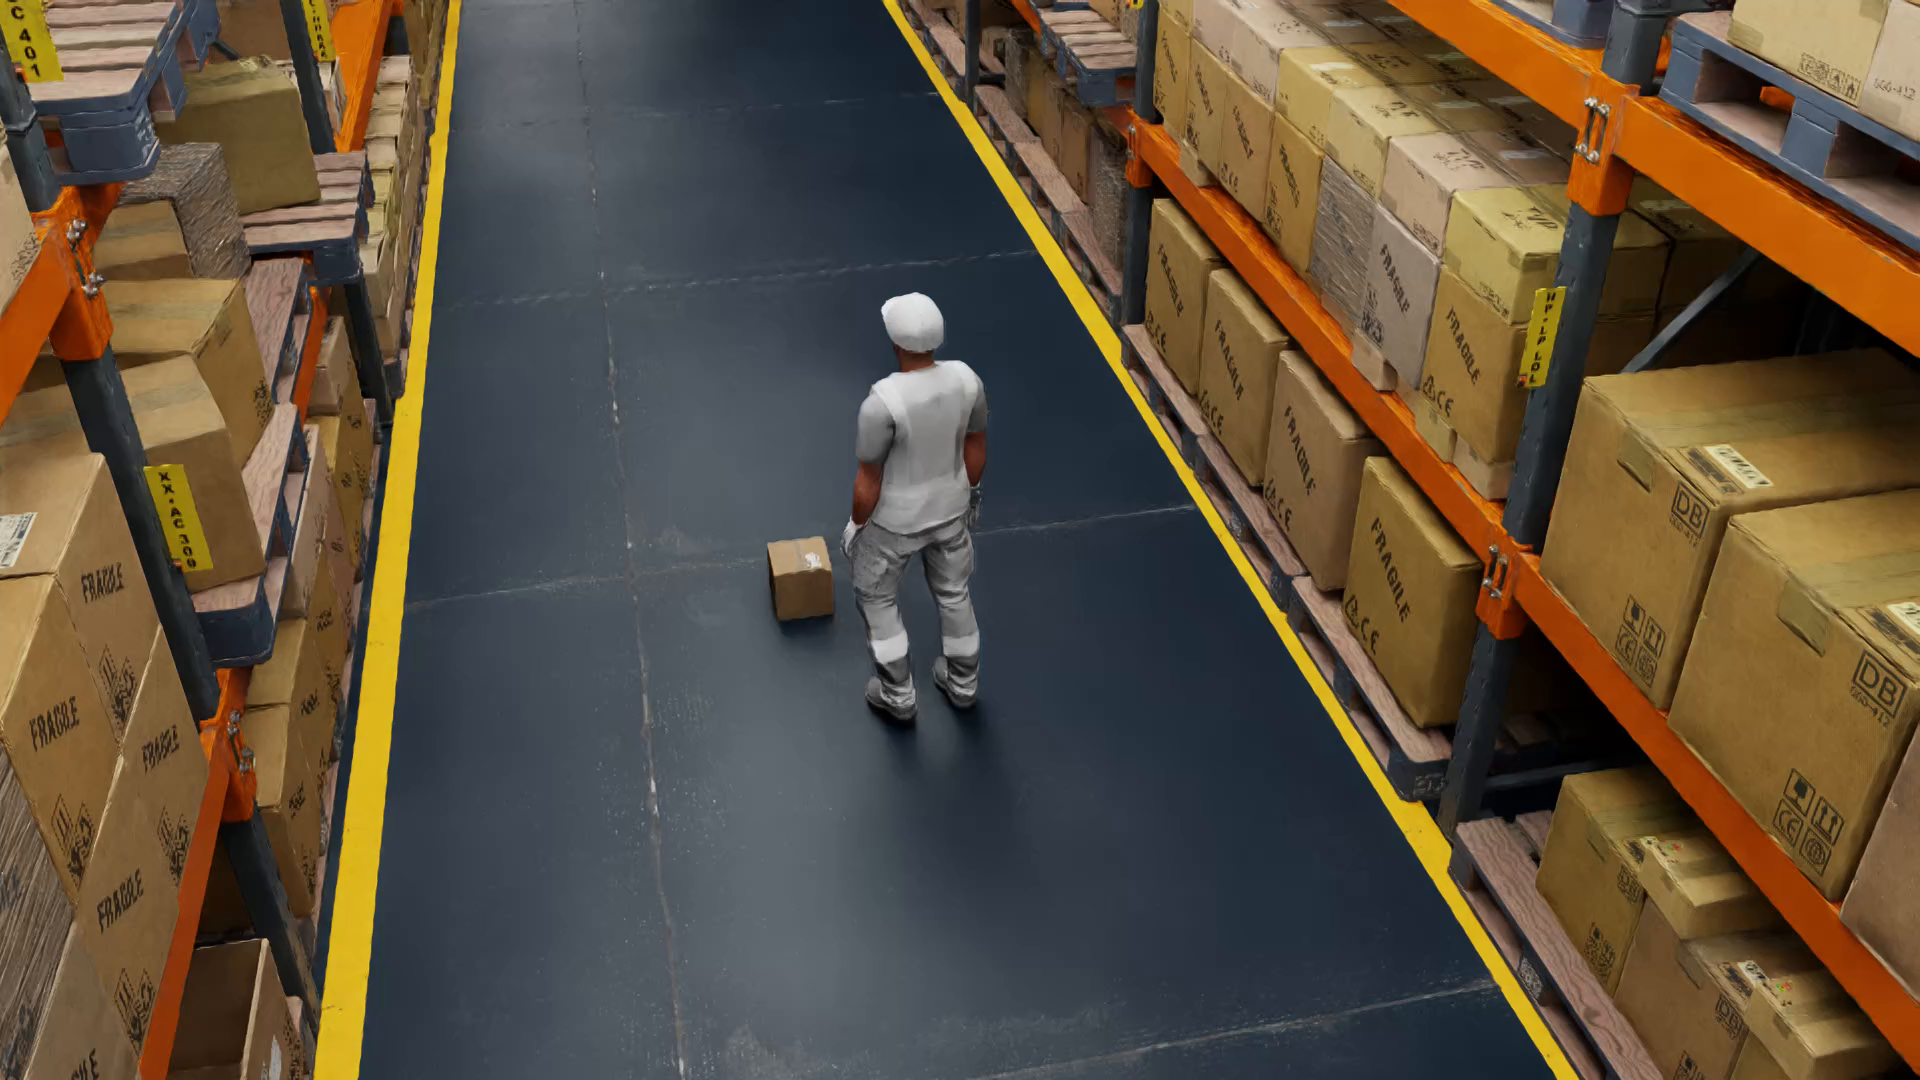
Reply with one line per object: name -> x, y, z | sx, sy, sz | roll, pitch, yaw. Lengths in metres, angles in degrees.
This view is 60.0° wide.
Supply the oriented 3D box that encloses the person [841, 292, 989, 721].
person -> -0.163, -0.103, 6.237 | 0.601, 1.789, 0.360 | -20, 39, -27
